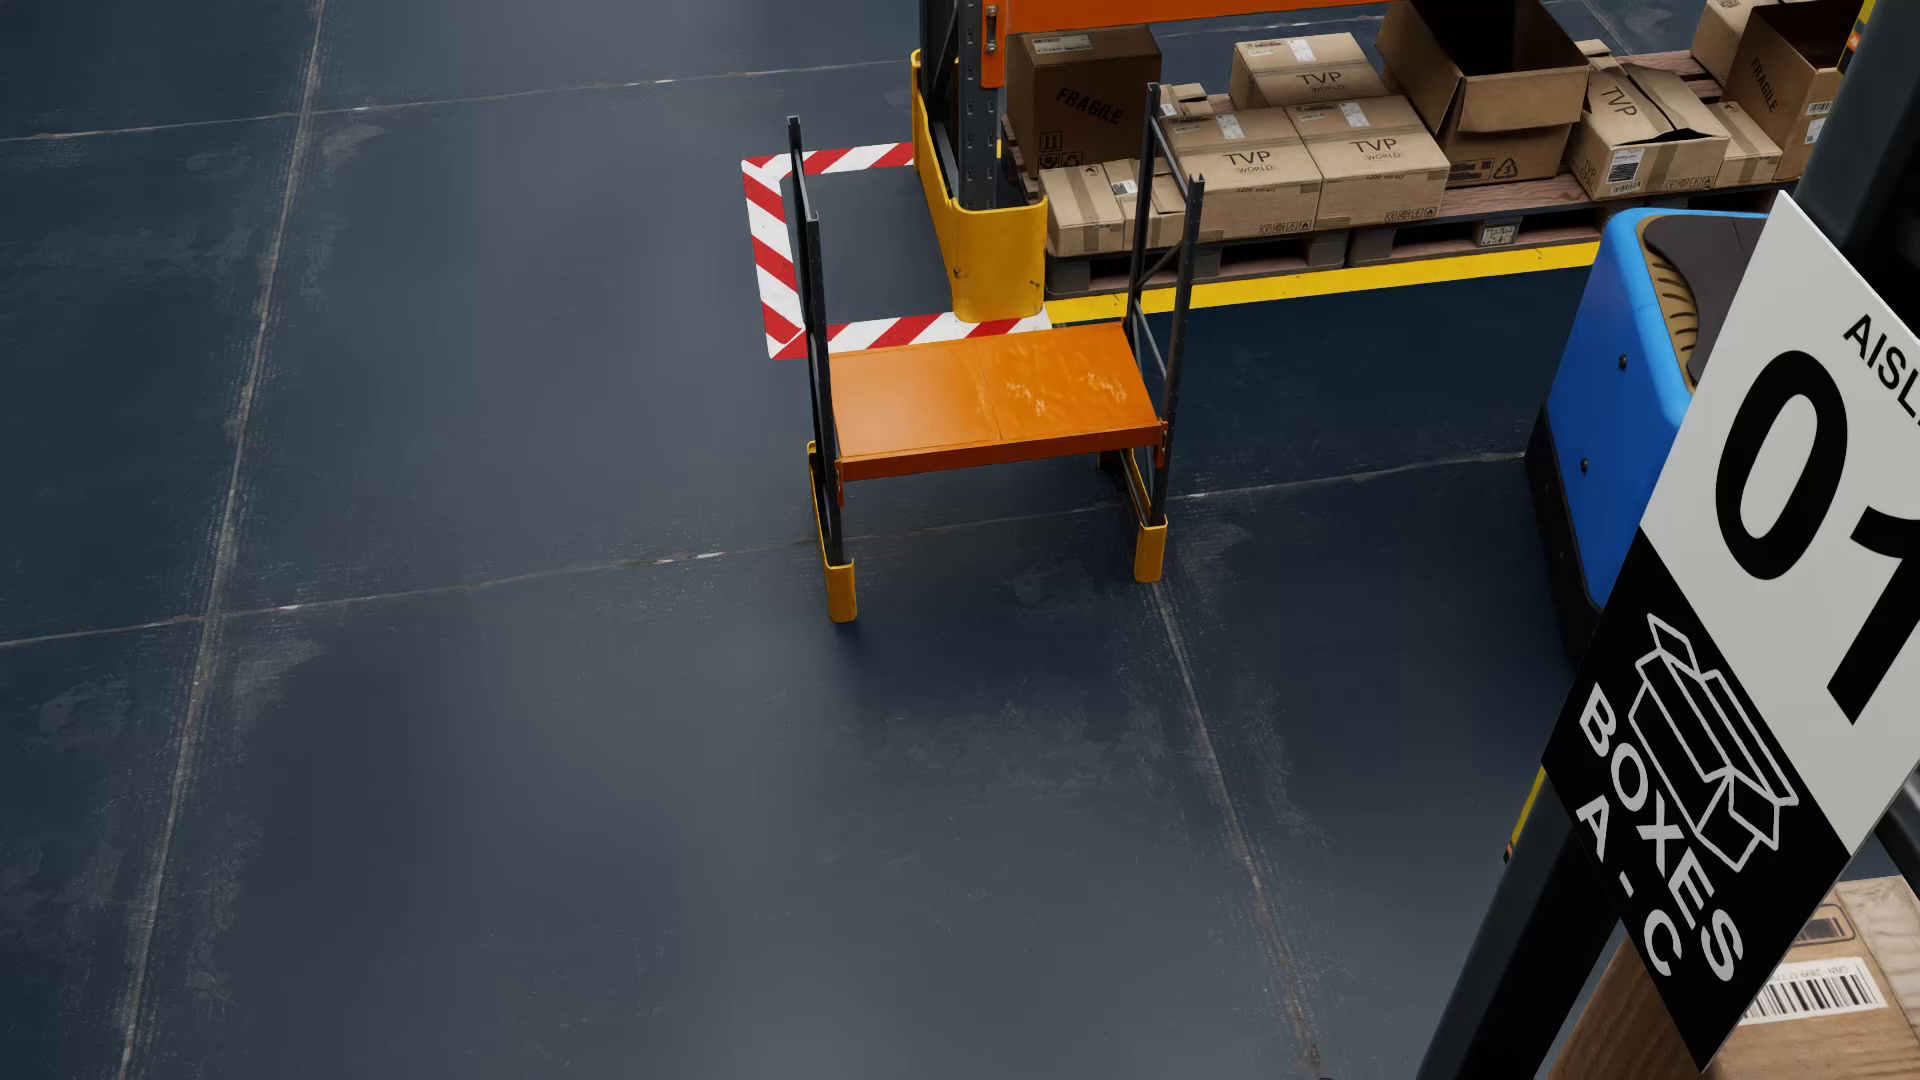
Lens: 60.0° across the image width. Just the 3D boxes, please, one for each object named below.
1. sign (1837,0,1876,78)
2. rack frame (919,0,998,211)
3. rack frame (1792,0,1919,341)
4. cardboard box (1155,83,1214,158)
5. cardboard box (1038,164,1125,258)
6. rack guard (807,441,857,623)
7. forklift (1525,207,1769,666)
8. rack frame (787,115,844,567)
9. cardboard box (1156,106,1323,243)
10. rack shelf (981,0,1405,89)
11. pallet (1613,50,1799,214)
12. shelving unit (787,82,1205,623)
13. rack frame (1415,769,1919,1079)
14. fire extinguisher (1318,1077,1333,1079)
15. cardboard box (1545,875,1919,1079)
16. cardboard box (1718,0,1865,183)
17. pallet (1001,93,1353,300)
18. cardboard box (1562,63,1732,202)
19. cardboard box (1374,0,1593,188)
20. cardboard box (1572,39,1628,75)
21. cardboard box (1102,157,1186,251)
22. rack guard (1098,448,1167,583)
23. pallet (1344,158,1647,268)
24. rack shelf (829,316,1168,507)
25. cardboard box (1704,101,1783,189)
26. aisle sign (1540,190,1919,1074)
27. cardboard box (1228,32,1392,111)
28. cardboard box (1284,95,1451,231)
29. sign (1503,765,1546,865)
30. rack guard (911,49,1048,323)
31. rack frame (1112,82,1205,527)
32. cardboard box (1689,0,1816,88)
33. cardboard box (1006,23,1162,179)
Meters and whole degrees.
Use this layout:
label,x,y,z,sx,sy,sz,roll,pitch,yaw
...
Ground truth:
label,x,y,z,sx,sy,sz,roll,pitch,yaw
sign,0.756,-0.477,1.264,0.005,0.325,0.100,-7,46,-7
rack frame,-0.014,-2.285,5.648,0.127,3.000,1.000,-7,46,-7
rack frame,0.834,-0.852,0.102,0.127,3.000,1.000,-7,46,-7
cardboard box,0.894,-1.682,6.729,0.250,0.166,0.380,-7,46,-7
cardboard box,0.457,-1.256,6.331,0.250,0.149,0.380,-7,46,-7
rack guard,-0.416,-0.035,5.390,0.087,0.250,0.587,-7,46,-7
forklift,3.405,-0.842,4.306,3.031,2.935,1.130,4,46,4
rack frame,-0.417,-0.468,4.940,0.032,1.500,0.500,-7,46,-7
cardboard box,1.063,-1.410,6.410,0.500,0.250,0.500,-7,46,-7
rack shelf,1.957,-2.281,6.144,4.000,0.370,1.077,-7,46,-7
pallet,3.251,-1.725,7.045,1.213,0.211,1.003,-7,46,-7
shelving unit,0.075,-0.530,4.999,1.083,1.500,0.587,-7,46,-7
rack frame,0.834,1.230,2.262,0.127,3.000,1.000,-7,46,-7
fire extinguisher,0.607,1.077,2.722,0.183,0.674,0.296,-7,46,-7
cardboard box,1.335,1.056,2.221,0.700,0.700,0.980,-5,46,-5
cardboard box,3.414,-1.790,6.602,0.500,0.500,0.500,-7,46,-7
pallet,0.846,-1.425,6.757,1.213,0.211,1.003,-7,46,-7
cardboard box,2.675,-1.632,6.581,0.500,0.311,0.500,-7,46,-7
cardboard box,2.077,-1.828,6.636,0.637,0.503,0.797,-7,46,-7
cardboard box,2.626,-1.934,6.972,0.250,0.166,0.380,-7,46,-7
cardboard box,0.704,-1.292,6.354,0.250,0.166,0.380,-7,46,-7
rack guard,0.566,-0.157,5.508,0.087,0.250,0.587,-7,46,-7
pallet,2.046,-1.572,6.899,1.213,0.211,1.003,-7,46,-7
rack shelf,0.084,-0.406,5.130,1.000,0.185,0.538,-7,46,-7
cardboard box,3.055,-1.579,6.643,0.250,0.149,0.380,-7,46,-7
aisle sign,0.712,0.124,1.522,0.004,0.787,0.394,-7,46,-7
cardboard box,1.421,-1.820,6.805,0.500,0.250,0.500,-7,46,-7
cardboard box,1.556,-1.472,6.469,0.500,0.250,0.500,-7,46,-7
sign,0.756,0.359,2.132,0.005,0.325,0.100,-7,46,-7
rack guard,0.061,-1.427,6.557,0.348,0.500,1.175,-7,46,-7
rack frame,0.585,-0.593,5.060,0.032,1.500,0.500,-7,46,-7
cardboard box,3.477,-2.097,7.030,0.500,0.311,0.500,-7,46,-7
cardboard box,0.480,-1.812,6.623,0.500,0.500,0.500,-7,46,-7
